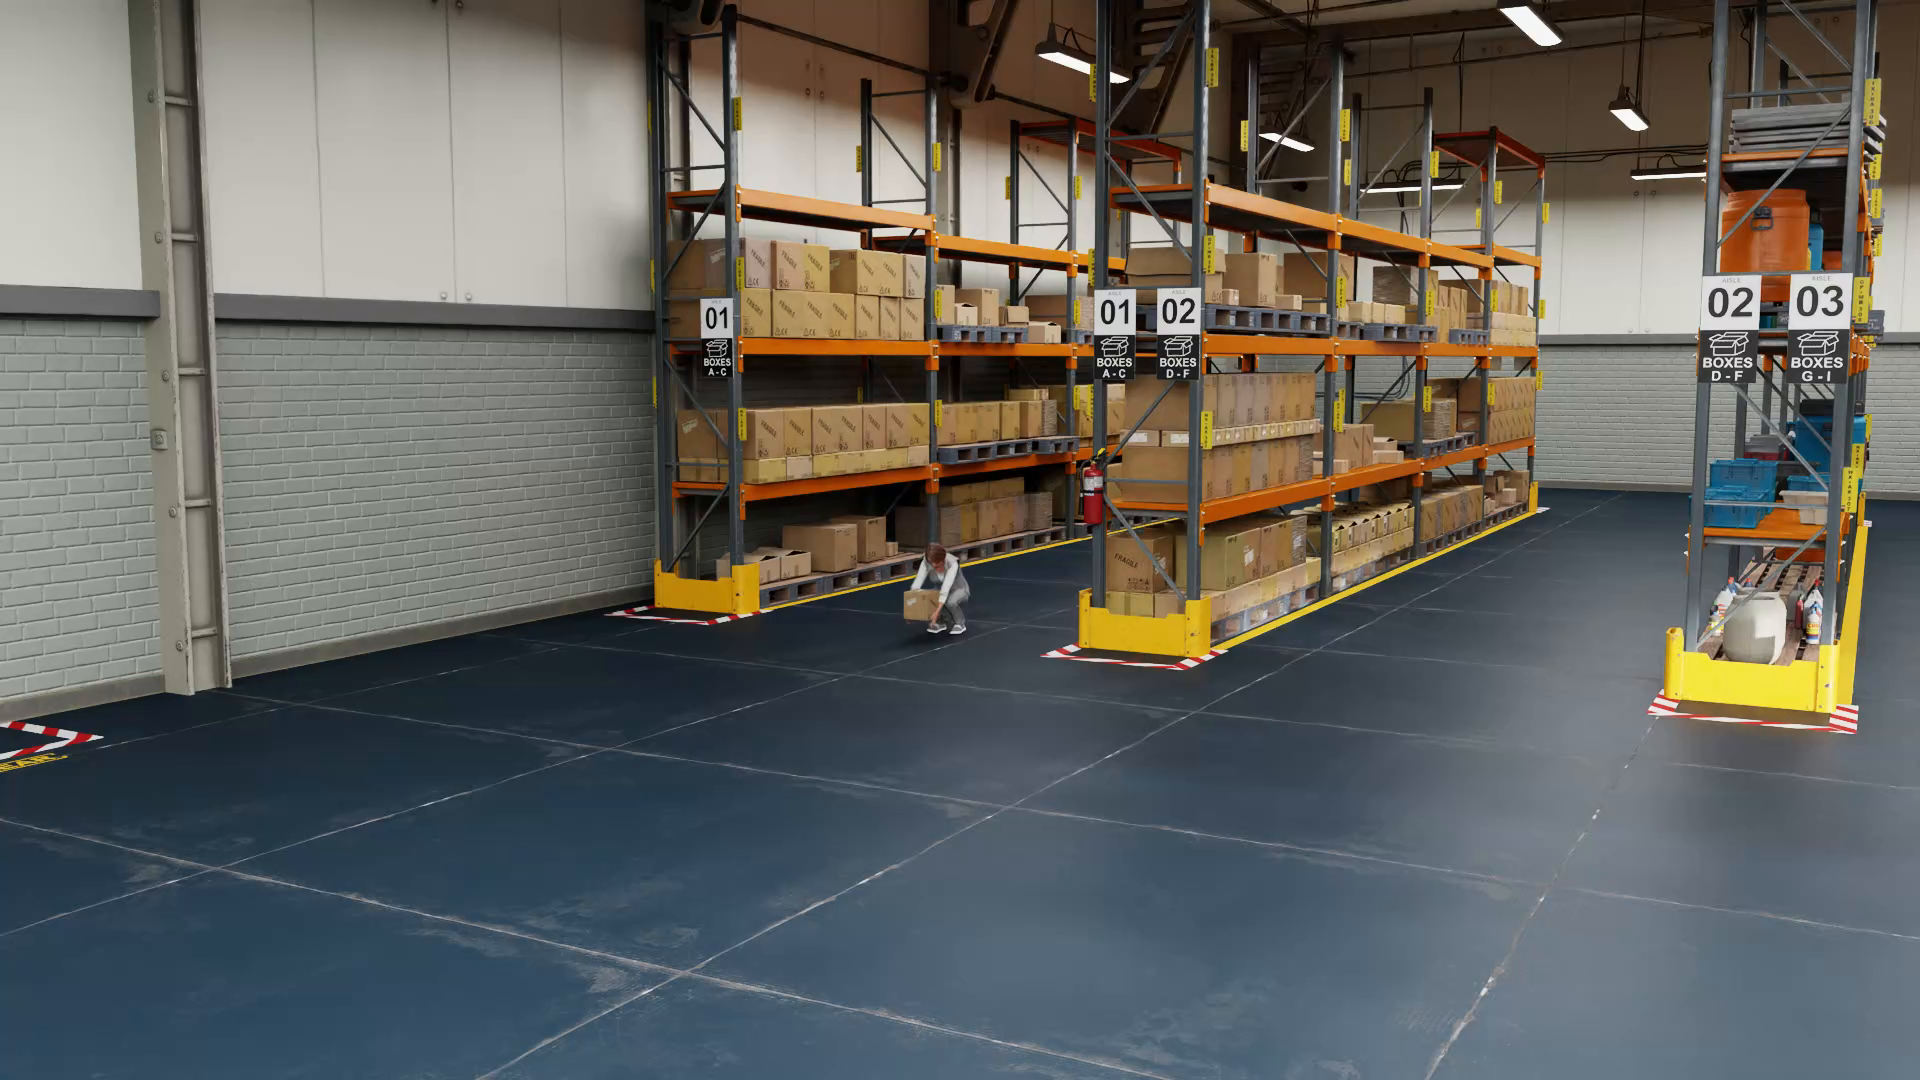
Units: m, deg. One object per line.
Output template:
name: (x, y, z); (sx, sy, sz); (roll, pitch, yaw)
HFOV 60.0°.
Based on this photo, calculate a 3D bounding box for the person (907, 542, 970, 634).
person: (-0.183, 0.458, 15.679); (0.437, 0.886, 0.820); (3, 7, 28)
